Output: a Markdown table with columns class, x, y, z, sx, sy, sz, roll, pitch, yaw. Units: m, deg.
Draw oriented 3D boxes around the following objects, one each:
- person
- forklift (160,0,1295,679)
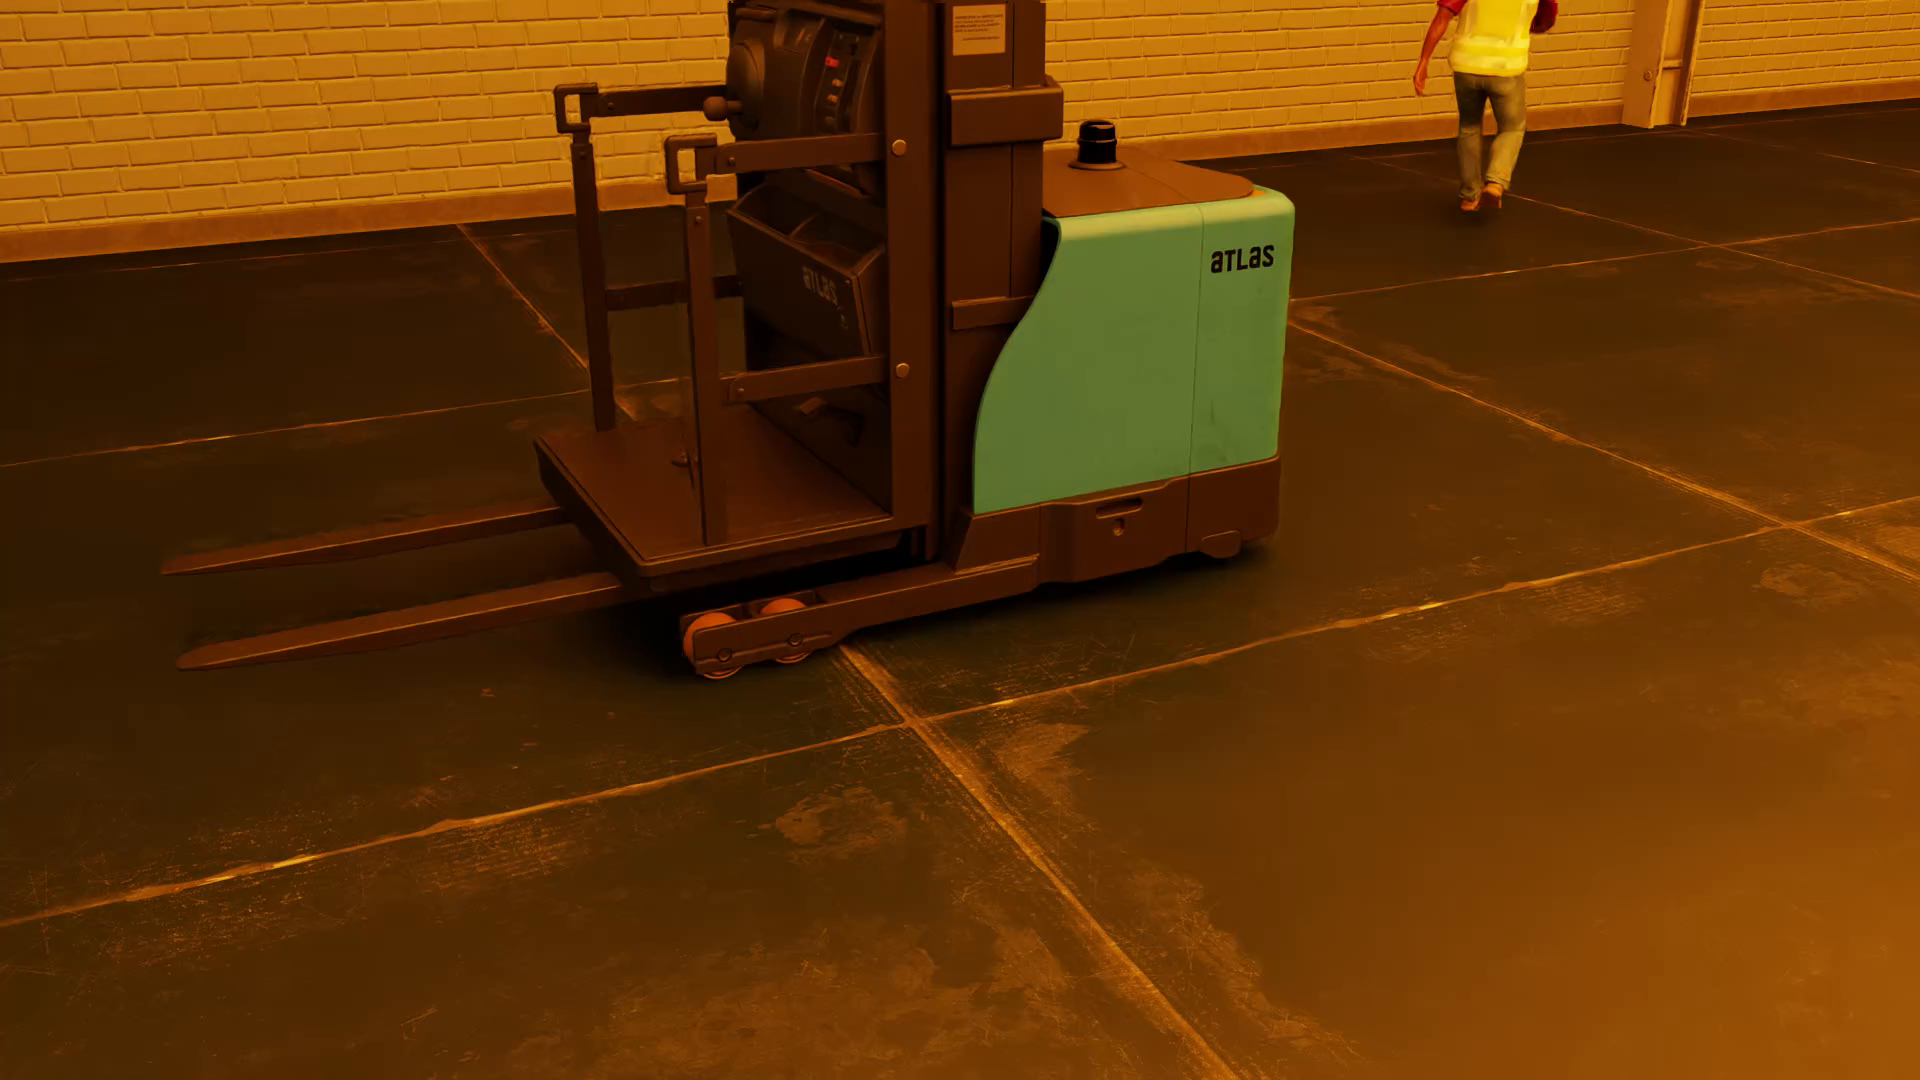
| class | x | y | z | sx | sy | sz | roll | pitch | yaw |
| --- | --- | --- | --- | --- | --- | --- | --- | --- | --- |
| person | 2.957 | -2.678 | 9.353 | 0.679 | 1.695 | 0.742 | 10 | 24 | 22 |
| forklift | -0.598 | -1.229 | 4.245 | 3.031 | 2.935 | 1.130 | -11 | 25 | -25 |
